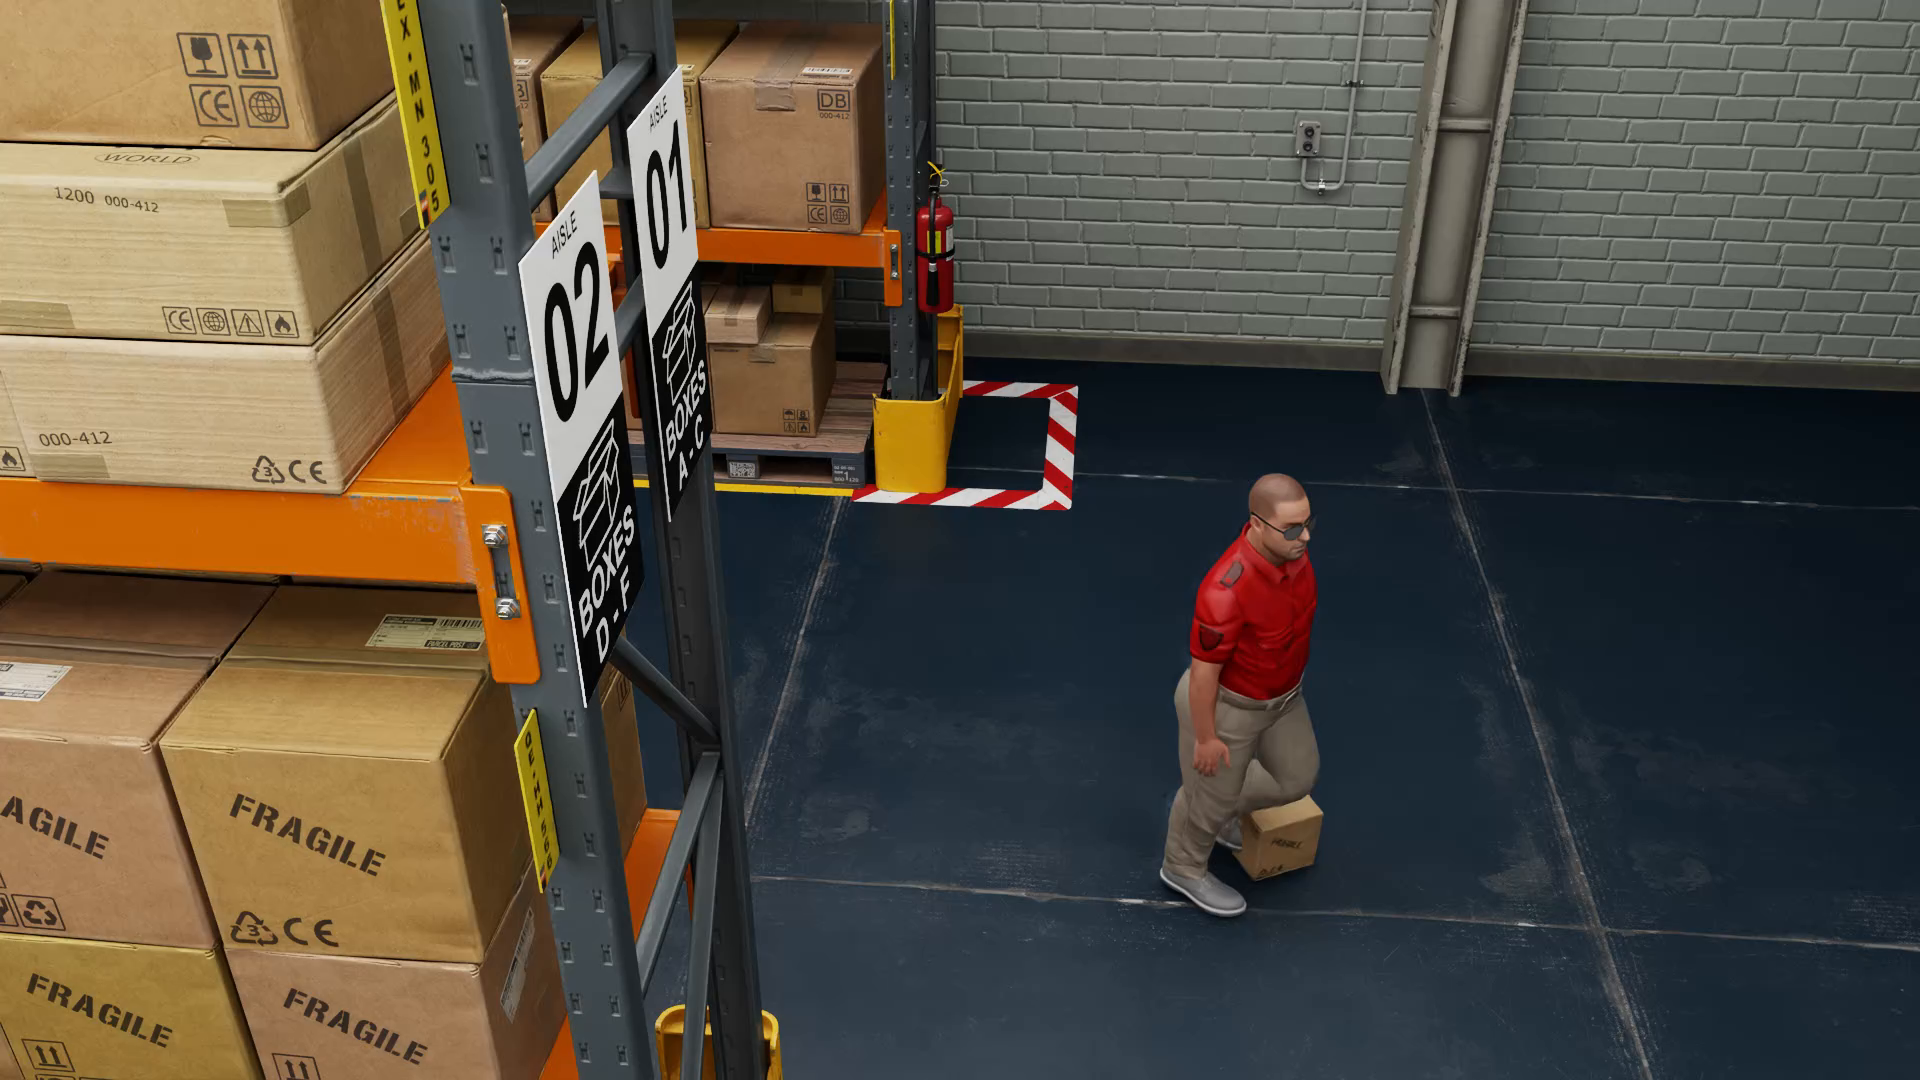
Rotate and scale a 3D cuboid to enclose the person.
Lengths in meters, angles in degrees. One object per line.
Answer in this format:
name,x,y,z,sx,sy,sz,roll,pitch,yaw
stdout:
person,0.876,0.503,5.319,0.489,1.718,0.580,24,39,33
